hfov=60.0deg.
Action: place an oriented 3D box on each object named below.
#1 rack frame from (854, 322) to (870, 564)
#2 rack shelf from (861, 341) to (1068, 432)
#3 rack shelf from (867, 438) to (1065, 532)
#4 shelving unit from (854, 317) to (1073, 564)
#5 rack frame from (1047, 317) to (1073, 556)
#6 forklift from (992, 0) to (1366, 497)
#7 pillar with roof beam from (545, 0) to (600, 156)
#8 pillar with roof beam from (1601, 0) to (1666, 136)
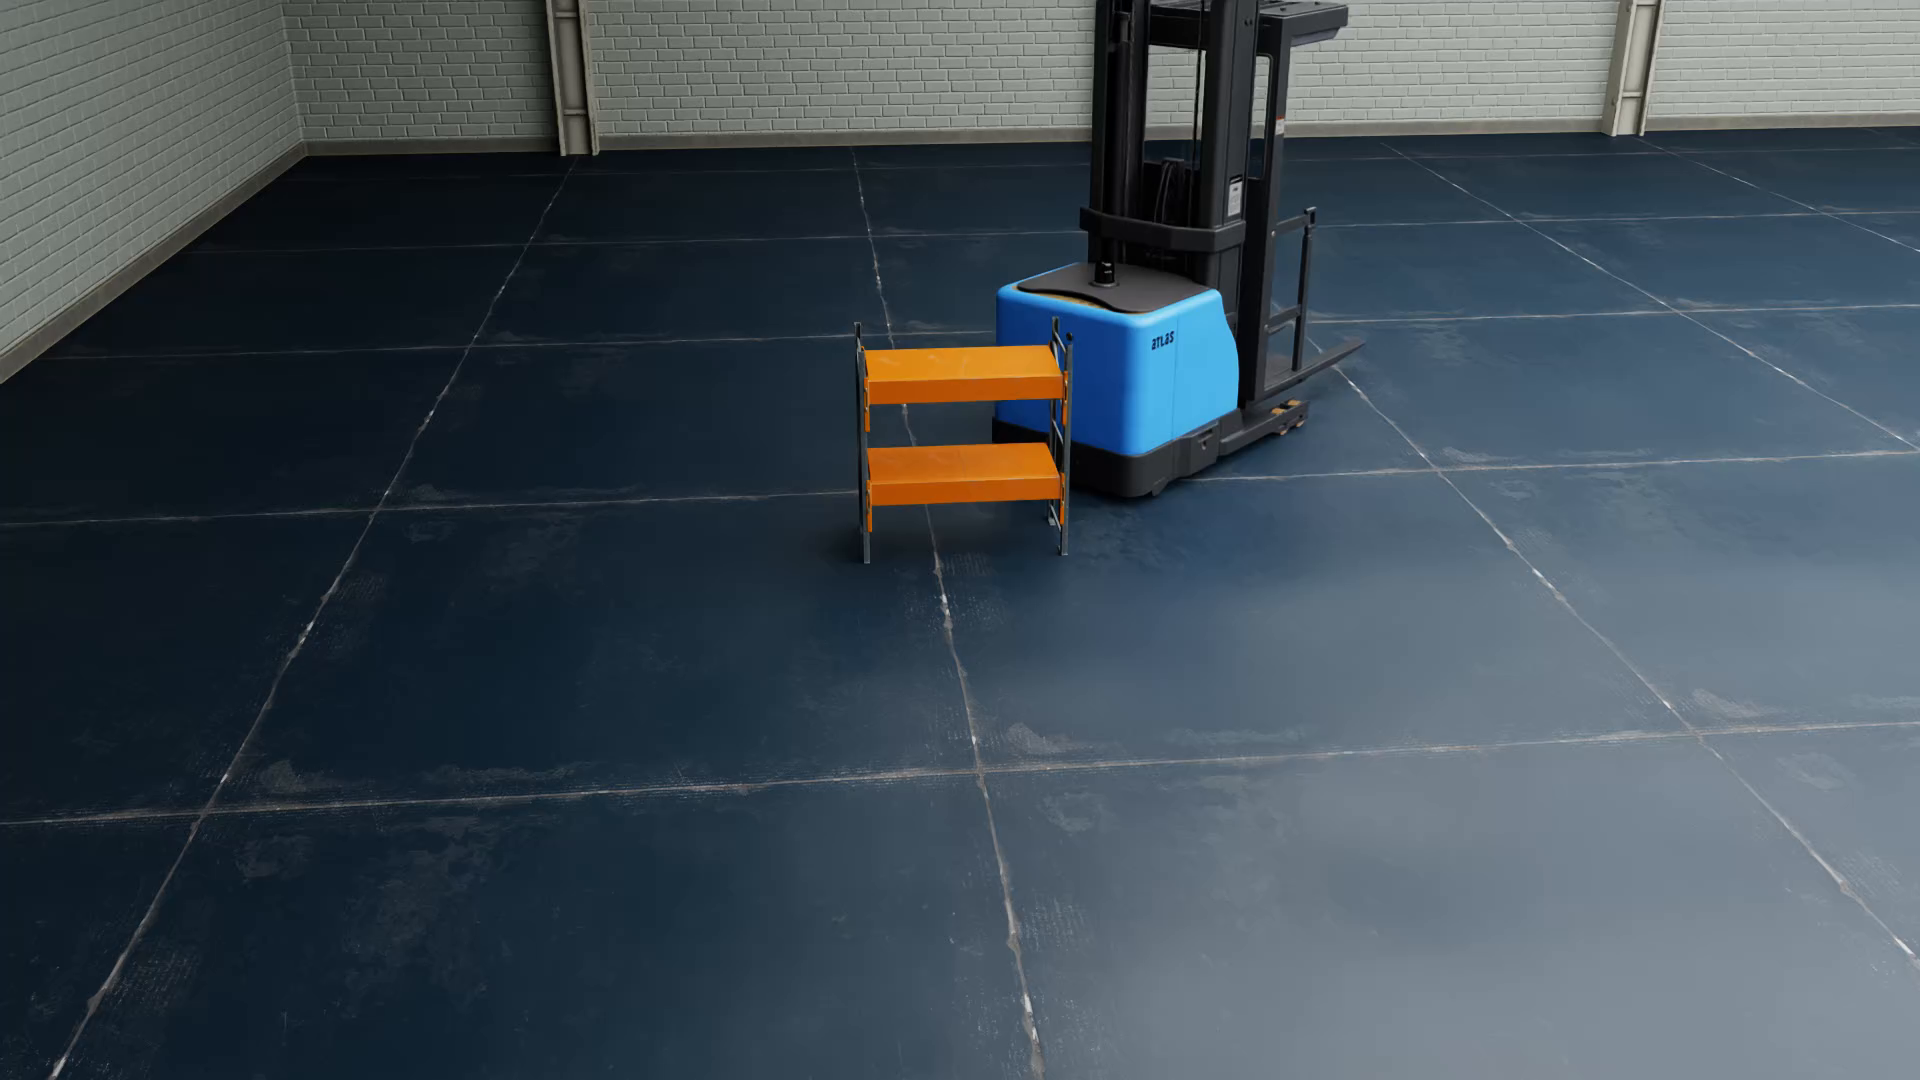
[{"bbox_3d":[-0.499,-0.494,8.476,0.032,1.125,0.500,-2,24,-5],"label":"rack frame"},{"bbox_3d":[0.007,-0.782,8.403,1.000,0.278,0.538,-2,24,-5],"label":"rack shelf"},{"bbox_3d":[0.007,-0.291,8.621,1.000,0.278,0.538,-2,24,-5],"label":"rack shelf"},{"bbox_3d":[0.007,-0.514,8.522,1.048,1.125,0.538,-2,24,-5],"label":"shelving unit"},{"bbox_3d":[0.513,-0.535,8.568,0.032,1.125,0.500,-2,24,-5],"label":"rack frame"},{"bbox_3d":[1.517,-2.098,9.861,1.130,2.935,3.031,19,30,36],"label":"forklift"},{"bbox_3d":[-3.775,-6.652,12.637,0.400,9.000,9.100,-2,24,-5],"label":"pillar with roof beam"},{"bbox_3d":[8.167,-7.131,13.715,0.400,9.000,9.100,-2,24,-5],"label":"pillar with roof beam"}]
